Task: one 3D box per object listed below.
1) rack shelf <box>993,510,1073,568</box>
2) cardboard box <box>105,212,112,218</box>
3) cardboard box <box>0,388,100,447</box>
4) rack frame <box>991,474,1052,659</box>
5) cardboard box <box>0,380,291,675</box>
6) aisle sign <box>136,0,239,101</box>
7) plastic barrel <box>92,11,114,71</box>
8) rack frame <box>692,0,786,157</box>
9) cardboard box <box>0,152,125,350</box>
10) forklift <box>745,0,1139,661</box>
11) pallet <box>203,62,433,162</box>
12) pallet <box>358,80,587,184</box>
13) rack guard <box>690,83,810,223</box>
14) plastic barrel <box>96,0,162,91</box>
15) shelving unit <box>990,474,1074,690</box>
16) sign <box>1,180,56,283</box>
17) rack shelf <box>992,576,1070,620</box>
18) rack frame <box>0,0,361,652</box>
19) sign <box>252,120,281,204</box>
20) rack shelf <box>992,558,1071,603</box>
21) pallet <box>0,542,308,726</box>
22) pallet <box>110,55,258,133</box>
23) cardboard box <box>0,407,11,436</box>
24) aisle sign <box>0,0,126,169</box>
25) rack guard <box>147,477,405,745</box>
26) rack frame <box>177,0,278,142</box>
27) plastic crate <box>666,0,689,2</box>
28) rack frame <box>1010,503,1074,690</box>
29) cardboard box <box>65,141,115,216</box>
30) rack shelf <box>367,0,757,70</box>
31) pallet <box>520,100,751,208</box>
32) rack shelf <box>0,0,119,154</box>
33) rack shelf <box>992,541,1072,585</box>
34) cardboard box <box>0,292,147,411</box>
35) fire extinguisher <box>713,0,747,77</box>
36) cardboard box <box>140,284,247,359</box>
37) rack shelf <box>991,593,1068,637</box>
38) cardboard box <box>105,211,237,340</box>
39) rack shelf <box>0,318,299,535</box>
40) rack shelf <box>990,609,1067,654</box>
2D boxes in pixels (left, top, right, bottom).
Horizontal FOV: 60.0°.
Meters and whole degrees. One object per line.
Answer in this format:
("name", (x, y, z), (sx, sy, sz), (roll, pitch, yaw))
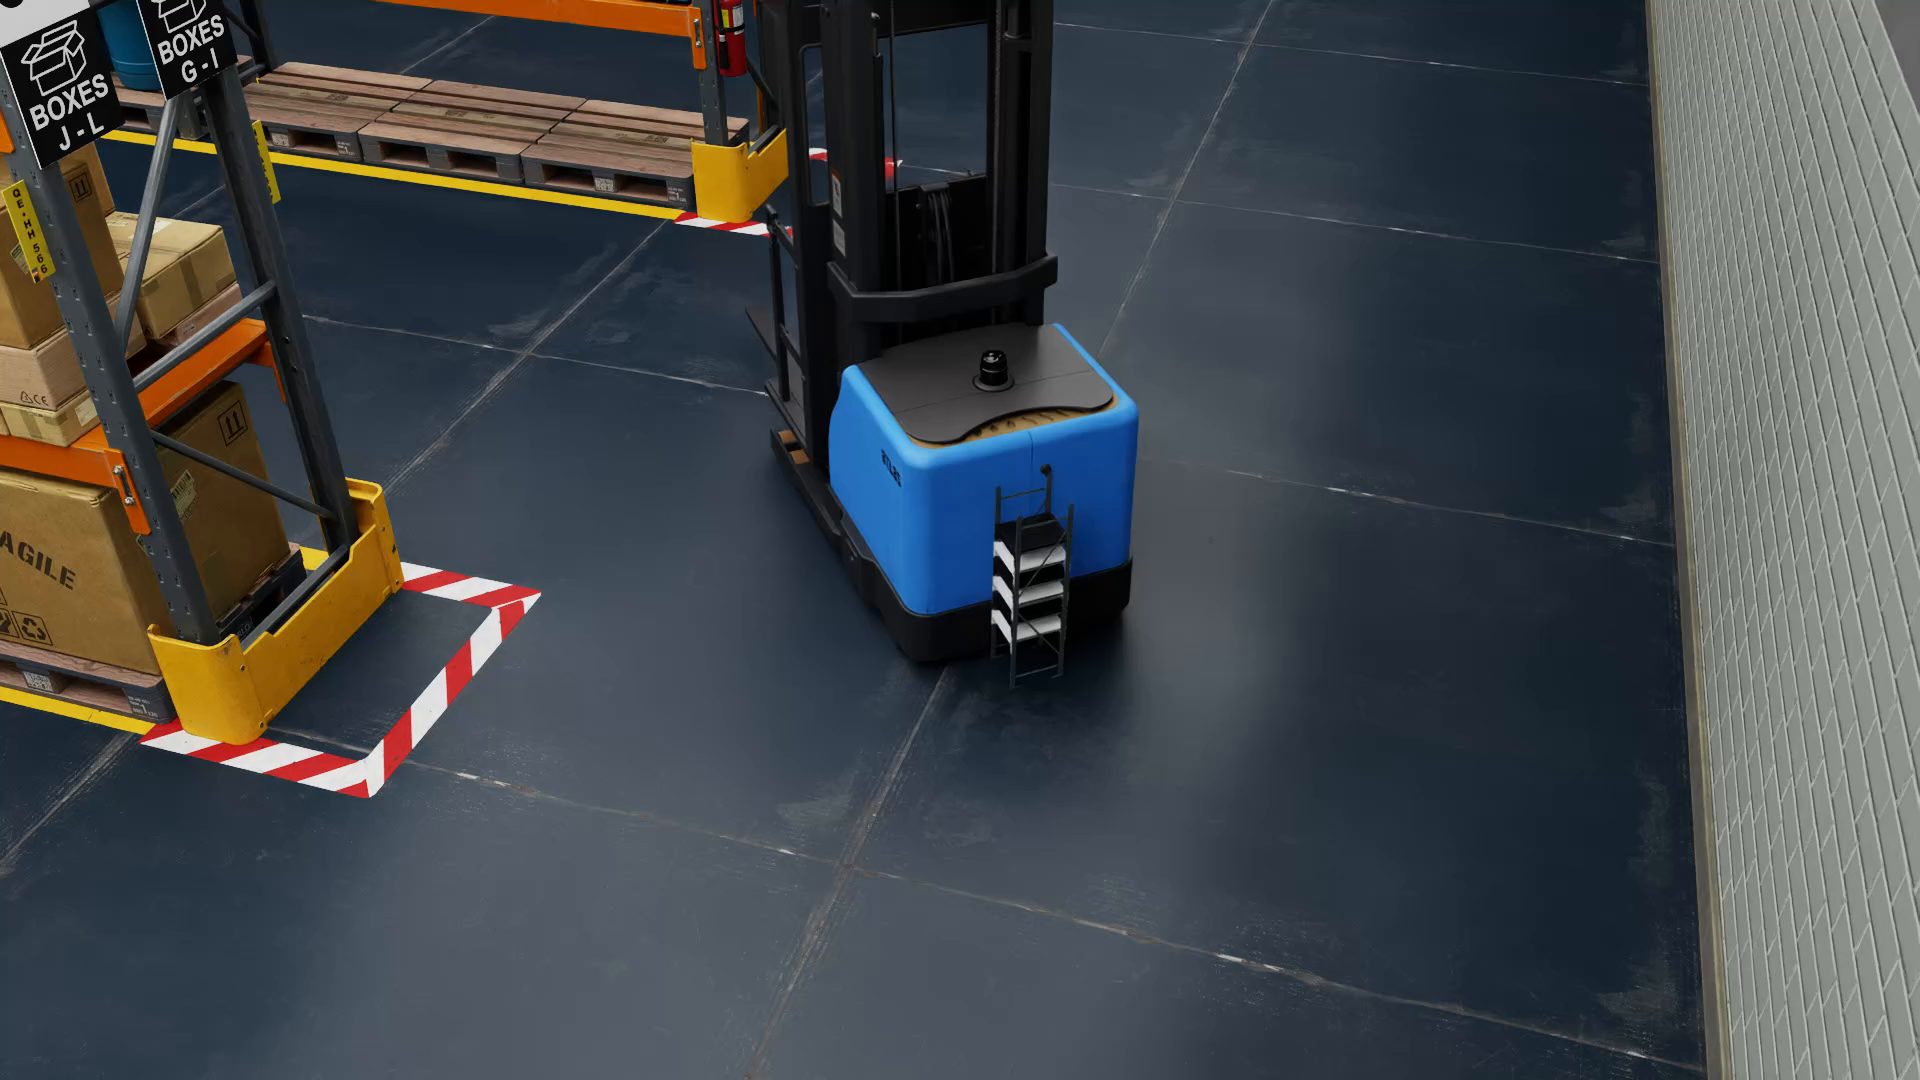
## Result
("rack shelf", (0.288, -0.006, 6.594), (0.258, 0.077, 0.200), (-14, 40, -18))
("cardboard box", (-3.722, -1.129, 6.629), (0.500, 0.250, 0.500), (10, 38, 13))
("cardboard box", (-3.285, -0.519, 6.137), (0.250, 0.149, 0.380), (11, 38, 15))
("rack frame", (0.247, 0.122, 6.814), (0.240, 0.900, 0.006), (-14, 40, -18))
("cardboard box", (-3.481, -0.125, 6.828), (0.875, 0.875, 0.875), (10, 38, 14))
("aisle sign", (-2.688, -1.948, 5.673), (0.004, 0.787, 0.394), (10, 38, 14))
("plastic barrel", (-6.378, -3.808, 11.810), (0.708, 0.901, 0.600), (10, 38, 14))
("rack frame", (-1.370, -3.546, 10.038), (0.127, 3.000, 1.000), (10, 38, 14))
("cardboard box", (-3.390, -1.043, 5.879), (0.500, 0.500, 0.500), (11, 38, 14))
("forklift", (-0.291, -1.544, 7.375), (1.130, 2.935, 3.031), (-14, 39, -18))
("pallet", (-4.474, -3.022, 11.678), (1.213, 0.211, 1.003), (10, 38, 14))
("pallet", (-3.306, -2.808, 11.387), (1.213, 0.211, 1.003), (10, 38, 14))
("rack guard", (-1.343, -2.543, 10.783), (0.348, 0.500, 1.175), (10, 38, 14))
("plastic barrel", (-5.702, -3.683, 11.640), (0.708, 0.901, 0.600), (10, 38, 14))
("shelving unit", (0.285, 0.180, 6.740), (0.258, 0.900, 0.210), (-14, 40, -18))
("sign", (-3.022, -1.001, 5.403), (0.005, 0.325, 0.100), (10, 38, 14))
("rack shelf", (0.285, 0.207, 6.761), (0.258, 0.077, 0.200), (-14, 40, -18))
("rack frame", (-2.847, -0.744, 6.230), (0.127, 3.000, 1.000), (10, 38, 14))
("sign", (-2.675, -1.437, 6.375), (0.005, 0.325, 0.100), (10, 38, 14))
("rack shelf", (0.286, 0.136, 6.705), (0.258, 0.077, 0.200), (-14, 40, -18))
("pallet", (-3.633, 0.282, 7.189), (1.213, 0.211, 1.003), (10, 38, 14))
("pallet", (-5.912, -3.290, 12.042), (1.213, 0.211, 1.003), (10, 38, 14))
("cardboard box", (-3.533, -0.564, 6.198), (0.250, 0.149, 0.380), (11, 38, 14))
("aisle sign", (-2.867, -1.608, 5.212), (0.004, 0.787, 0.394), (10, 38, 14))
("rack guard", (-2.824, 0.267, 6.965), (0.348, 0.500, 1.175), (10, 38, 14))
("rack frame", (-5.188, -4.253, 10.998), (0.127, 3.000, 1.000), (10, 38, 14))
("plastic crate", (-1.745, -3.538, 9.946), (0.499, 0.435, 0.616), (10, 38, 14))
("rack frame", (0.324, 0.239, 6.666), (0.240, 0.900, 0.006), (-14, 40, -18))
("cardboard box", (-3.702, -1.431, 6.407), (0.500, 0.500, 0.500), (10, 37, 13))
("rack shelf", (-3.279, -3.610, 10.731), (4.000, 0.370, 1.077), (10, 38, 14))
("pallet", (-2.145, -2.591, 11.092), (1.213, 0.211, 1.003), (10, 38, 14))
("rack shelf", (-4.756, -2.016, 6.035), (4.000, 0.370, 1.077), (10, 38, 14))
("rack shelf", (0.287, 0.065, 6.650), (0.258, 0.077, 0.200), (-14, 40, -18))
("cardboard box", (-3.388, -0.739, 6.099), (0.500, 0.250, 0.500), (10, 38, 13))
("fire extinguisher", (-1.361, -3.081, 9.786), (0.183, 0.674, 0.296), (10, 38, 14))
("cardboard box", (-3.087, -0.892, 6.644), (0.250, 0.149, 0.380), (11, 38, 14))
("rack shelf", (0.284, 0.278, 6.816), (0.258, 0.077, 0.200), (-14, 40, -18))
("cardboard box", (-3.224, -1.041, 6.509), (0.500, 0.250, 0.500), (10, 37, 13))
("rack shelf", (-4.756, -0.808, 6.924), (4.000, 0.370, 1.077), (10, 38, 14))
("rack shelf", (0.283, 0.348, 6.872), (0.258, 0.077, 0.200), (-14, 40, -18))
